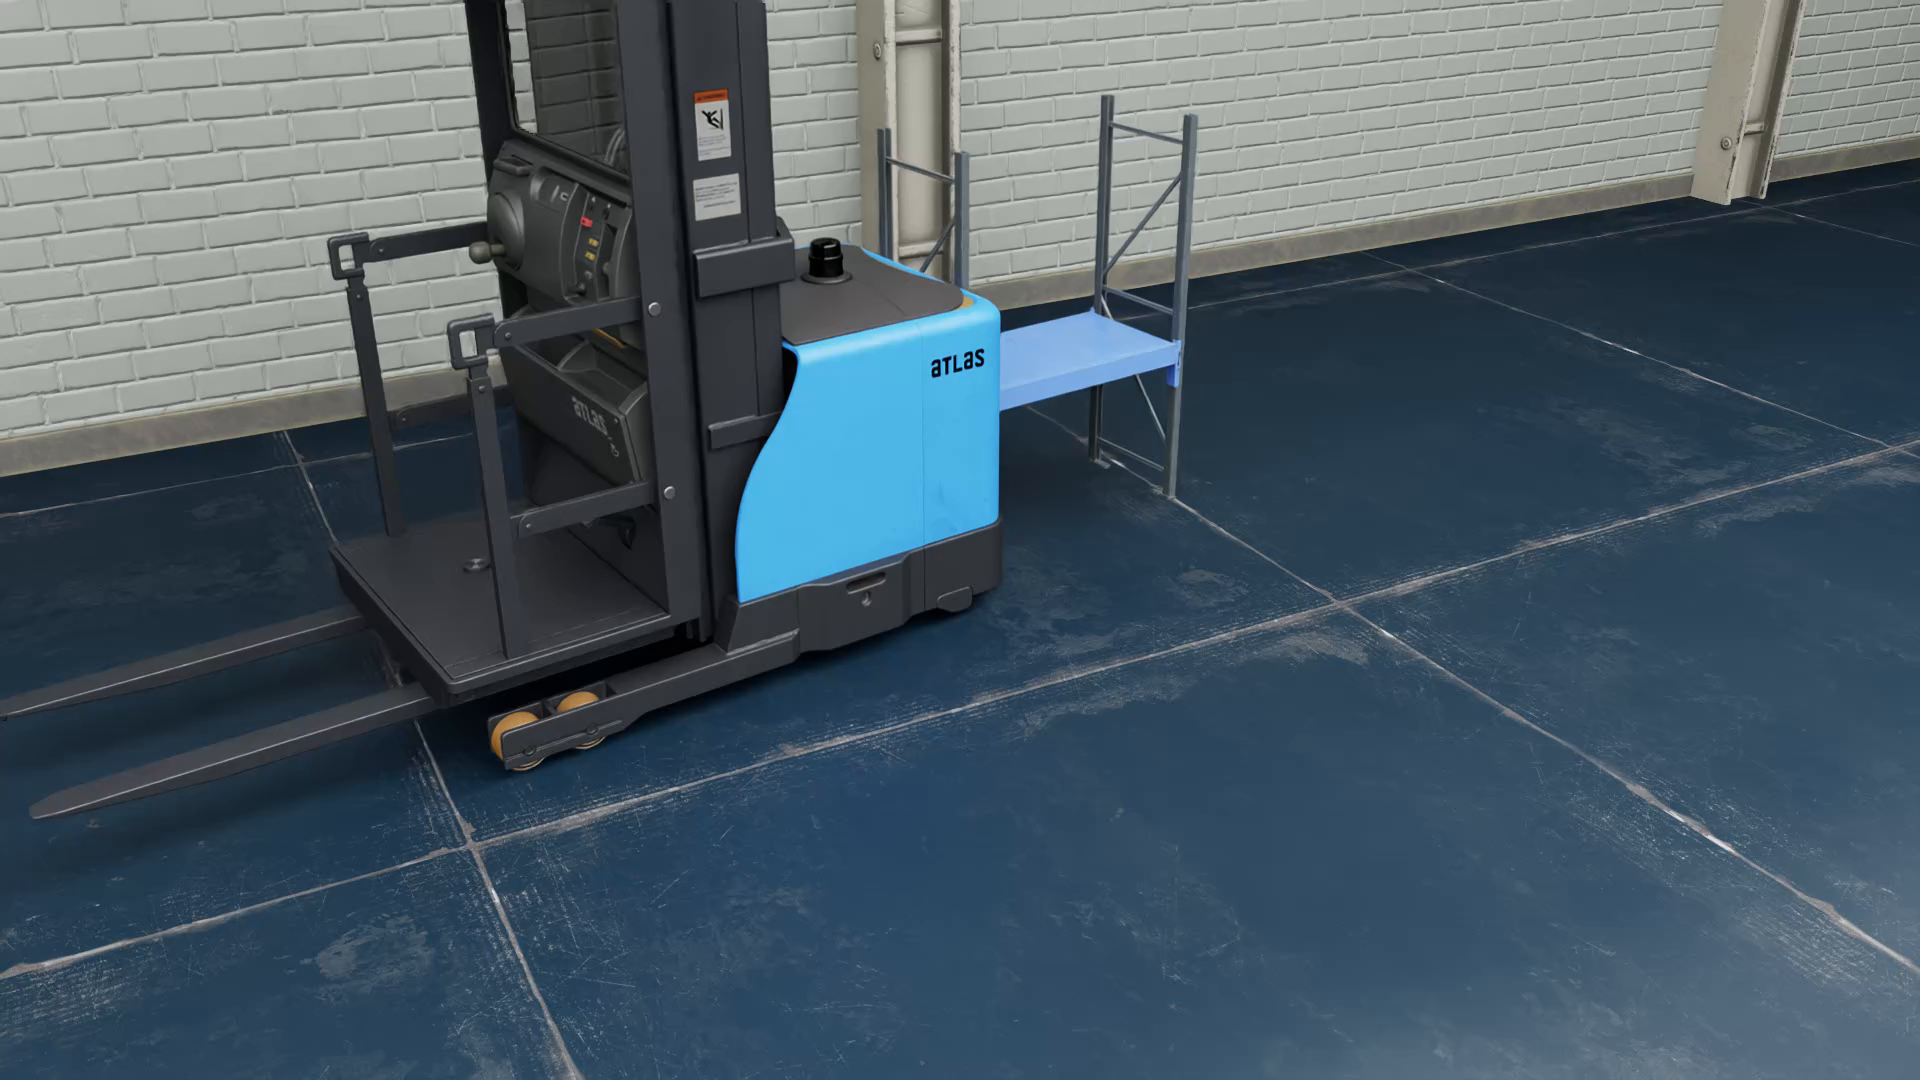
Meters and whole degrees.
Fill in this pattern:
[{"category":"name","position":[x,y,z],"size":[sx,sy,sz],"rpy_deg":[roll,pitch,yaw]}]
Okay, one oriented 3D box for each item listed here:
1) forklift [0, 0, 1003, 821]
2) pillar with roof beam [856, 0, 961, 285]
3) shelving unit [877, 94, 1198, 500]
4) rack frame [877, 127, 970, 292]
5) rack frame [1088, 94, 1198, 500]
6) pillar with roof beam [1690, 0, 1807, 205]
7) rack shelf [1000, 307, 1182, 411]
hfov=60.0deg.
[{"category":"forklift","position":[-1.344,-0.909,4.757],"size":[3.031,2.935,1.130],"rpy_deg":[-17,31,-32]},{"category":"pillar with roof beam","position":[1.785,-3.459,3.057],"size":[0.400,9.000,9.100],"rpy_deg":[-13,29,-25]},{"category":"shelving unit","position":[0.283,-0.797,6.177],"size":[1.048,1.500,0.538],"rpy_deg":[-18,31,-32]},{"category":"rack frame","position":[-0.128,-0.667,5.907],"size":[0.032,1.500,0.500],"rpy_deg":[-18,31,-32]},{"category":"rack frame","position":[0.694,-0.926,6.447],"size":[0.032,1.500,0.500],"rpy_deg":[-18,31,-32]},{"category":"pillar with roof beam","position":[7.080,-4.681,5.602],"size":[0.400,9.000,9.100],"rpy_deg":[-13,29,-25]},{"category":"rack shelf","position":[0.283,-0.635,6.254],"size":[1.000,0.185,0.538],"rpy_deg":[-18,31,-32]}]
